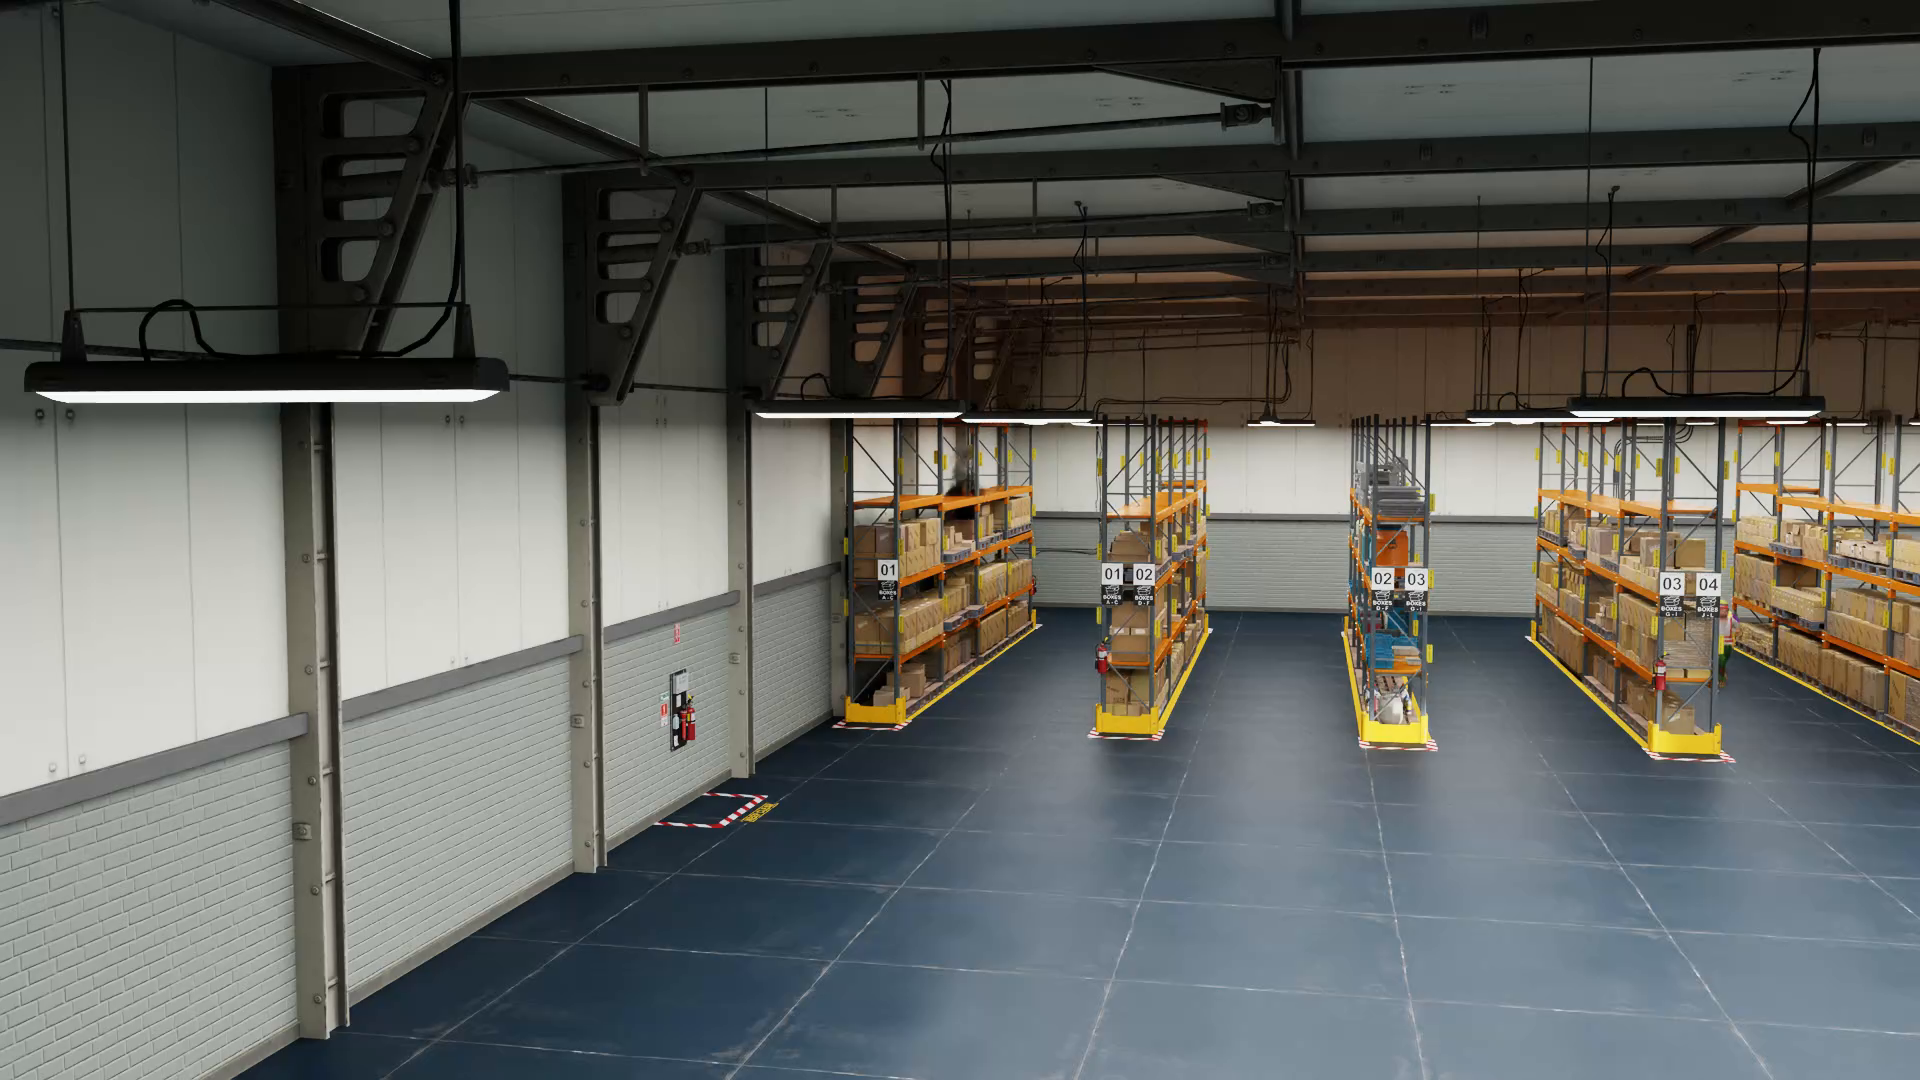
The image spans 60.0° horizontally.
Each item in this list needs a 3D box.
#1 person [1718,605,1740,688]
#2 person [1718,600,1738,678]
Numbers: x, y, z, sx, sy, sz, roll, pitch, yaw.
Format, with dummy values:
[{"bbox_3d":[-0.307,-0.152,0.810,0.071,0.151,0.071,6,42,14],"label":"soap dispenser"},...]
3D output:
[{"bbox_3d":[17.071,2.359,37.135,0.623,1.839,0.825,1,4,9],"label":"person"},{"bbox_3d":[17.601,2.255,38.396,0.700,1.754,0.989,0,4,6],"label":"person"}]
